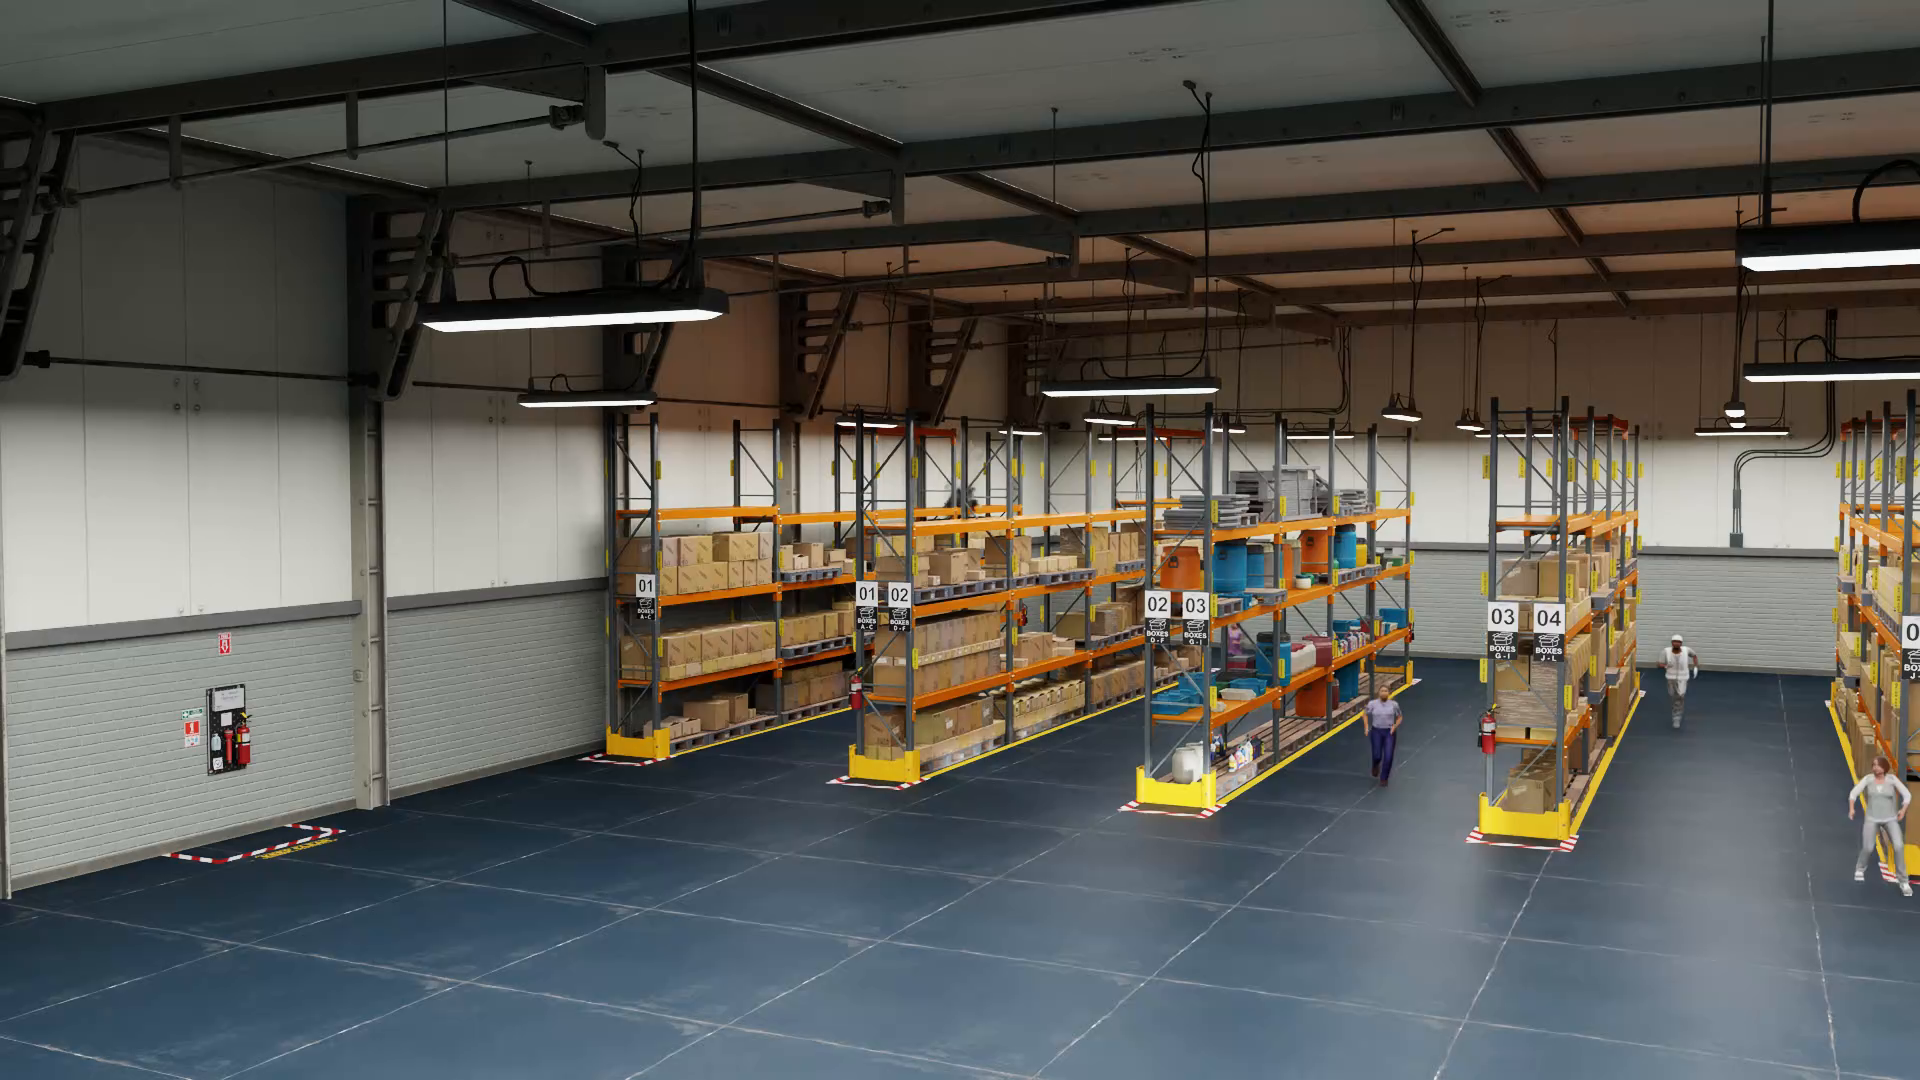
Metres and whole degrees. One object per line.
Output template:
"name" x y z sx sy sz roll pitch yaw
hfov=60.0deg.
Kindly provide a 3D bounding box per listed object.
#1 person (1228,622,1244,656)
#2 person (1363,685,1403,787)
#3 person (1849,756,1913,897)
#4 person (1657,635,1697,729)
"person" 6.240 2.607 37.976 0.506 1.631 0.695 0 2 11
"person" 6.717 3.106 26.400 0.619 1.616 0.547 0 2 10
"person" 10.993 3.379 19.865 0.666 1.581 0.642 1 3 23
"person" 14.040 2.751 32.563 0.712 1.824 0.889 1 3 25
